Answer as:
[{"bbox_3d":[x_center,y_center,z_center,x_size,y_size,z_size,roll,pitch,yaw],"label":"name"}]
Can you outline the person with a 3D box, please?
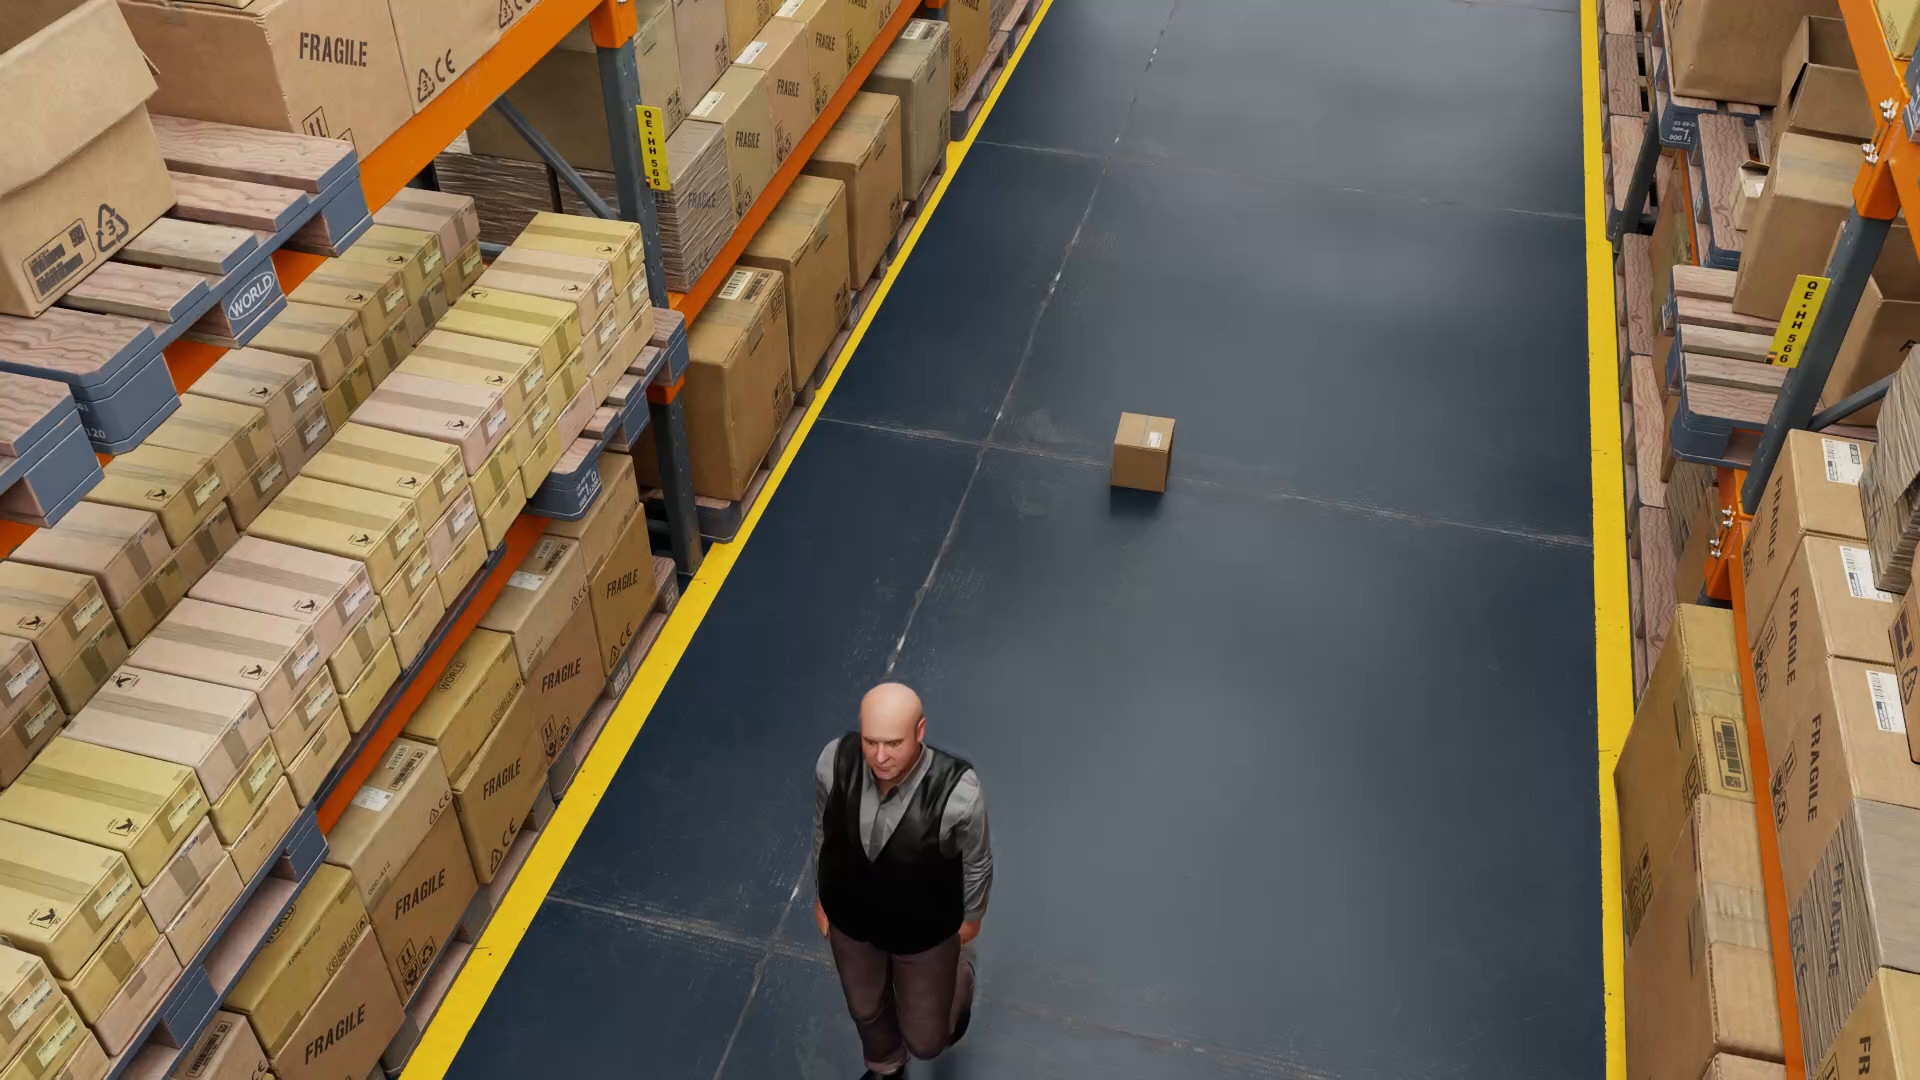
[{"bbox_3d":[-0.175,1.073,4.901,0.540,1.709,0.551,14,43,16],"label":"person"}]
